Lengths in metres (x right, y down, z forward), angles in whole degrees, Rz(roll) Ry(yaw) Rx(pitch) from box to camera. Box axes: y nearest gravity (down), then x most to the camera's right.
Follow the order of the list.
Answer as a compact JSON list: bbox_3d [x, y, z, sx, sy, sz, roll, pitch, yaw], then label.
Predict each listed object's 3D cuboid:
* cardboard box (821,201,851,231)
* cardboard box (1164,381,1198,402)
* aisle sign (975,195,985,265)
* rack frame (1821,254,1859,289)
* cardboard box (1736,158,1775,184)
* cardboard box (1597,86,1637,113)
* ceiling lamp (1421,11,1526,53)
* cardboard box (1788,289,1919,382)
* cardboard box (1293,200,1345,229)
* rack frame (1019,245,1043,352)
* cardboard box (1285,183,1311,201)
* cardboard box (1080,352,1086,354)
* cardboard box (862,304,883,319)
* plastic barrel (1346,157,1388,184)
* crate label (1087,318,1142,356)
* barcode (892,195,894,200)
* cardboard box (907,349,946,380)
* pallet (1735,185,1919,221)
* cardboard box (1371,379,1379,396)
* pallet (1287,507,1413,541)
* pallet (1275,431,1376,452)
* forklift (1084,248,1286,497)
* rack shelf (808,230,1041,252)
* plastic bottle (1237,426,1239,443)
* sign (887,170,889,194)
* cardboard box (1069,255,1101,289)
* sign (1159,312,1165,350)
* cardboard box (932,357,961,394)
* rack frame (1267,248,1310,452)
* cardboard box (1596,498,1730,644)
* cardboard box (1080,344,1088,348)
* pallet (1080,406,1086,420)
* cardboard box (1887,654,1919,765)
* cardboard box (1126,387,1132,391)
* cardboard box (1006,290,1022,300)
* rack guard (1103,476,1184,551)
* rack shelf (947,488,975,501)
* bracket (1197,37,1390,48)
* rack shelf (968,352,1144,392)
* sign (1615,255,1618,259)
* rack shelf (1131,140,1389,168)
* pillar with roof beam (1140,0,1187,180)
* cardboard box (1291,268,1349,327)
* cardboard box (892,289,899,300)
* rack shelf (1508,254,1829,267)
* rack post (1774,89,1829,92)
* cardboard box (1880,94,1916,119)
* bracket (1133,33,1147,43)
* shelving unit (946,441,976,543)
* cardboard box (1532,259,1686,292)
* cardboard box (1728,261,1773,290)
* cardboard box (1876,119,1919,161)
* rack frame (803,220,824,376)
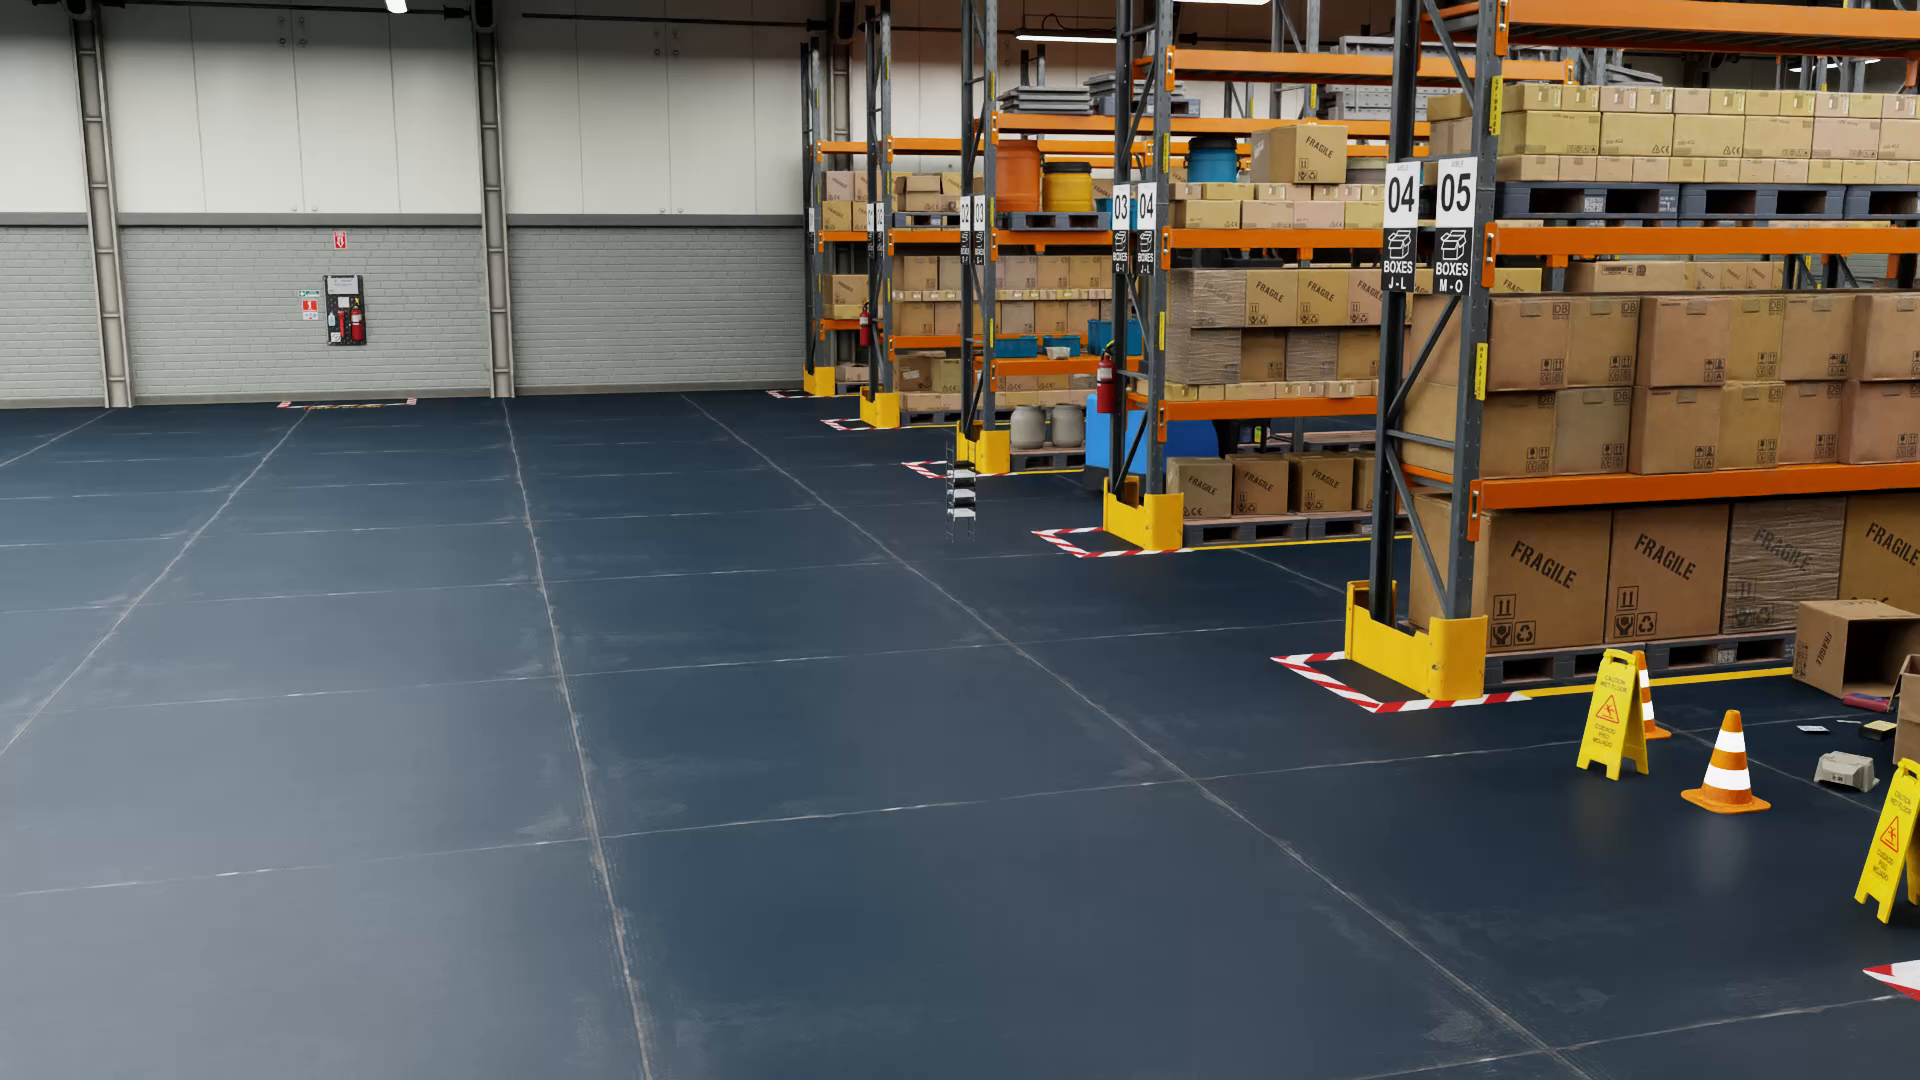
[{"bbox_3d":[-2.164,-5.573,28.622,0.500,0.500,0.500,-3,11,-14],"label":"cardboard box"},{"bbox_3d":[1.939,-1.332,14.893,0.250,0.149,0.380,-3,11,-16],"label":"cardboard box"},{"bbox_3d":[0.227,-3.567,19.162,0.004,0.787,0.394,-3,11,-16],"label":"aisle sign"},{"bbox_3d":[9.279,-1.887,17.216,0.127,3.000,1.000,-3,11,-16],"label":"rack frame"},{"bbox_3d":[4.762,-2.261,10.218,0.250,0.149,0.380,-3,11,-15],"label":"cardboard box"},{"bbox_3d":[3.783,-2.602,9.867,0.250,0.149,0.380,-3,11,-17],"label":"cardboard box"},{"bbox_3d":[8.950,-9.964,28.397,2.000,3.185,0.800,-3,11,-16],"label":"ceiling lamp"},{"bbox_3d":[5.869,-1.361,10.964,0.550,0.550,0.875,-3,11,-16],"label":"cardboard box"},{"bbox_3d":[3.103,-2.915,14.927,0.500,0.250,0.500,-3,11,-16],"label":"cardboard box"},{"bbox_3d":[1.285,-4.268,30.148,0.127,3.000,1.000,-3,11,-16],"label":"rack frame"},{"bbox_3d":[2.927,-3.097,14.816,0.250,0.149,0.380,-3,11,-16],"label":"cardboard box"},{"bbox_3d":[1.663,-2.634,25.638,0.500,0.500,0.500,-3,11,-16],"label":"cardboard box"},{"bbox_3d":[-1.503,-4.000,29.051,0.500,0.250,0.500,-3,11,-18],"label":"cardboard box"},{"bbox_3d":[5.110,-4.364,21.001,0.600,0.901,0.600,0,10,0],"label":"plastic barrel"},{"bbox_3d":[1.905,-2.501,20.452,0.616,0.435,0.502,-3,11,-16],"label":"crate label"},{"bbox_3d":[-1.012,-5.064,24.586,0.075,0.075,0.001,-3,11,-16],"label":"barcode"},{"bbox_3d":[-0.600,-3.129,29.651,0.500,0.500,0.700,-4,11,-20],"label":"cardboard box"},{"bbox_3d":[5.940,-2.209,10.926,1.213,0.211,1.003,-3,11,-16],"label":"pallet"},{"bbox_3d":[3.870,-1.426,15.404,0.250,0.149,0.380,-3,11,-16],"label":"cardboard box"},{"bbox_3d":[3.630,-0.211,15.812,1.213,0.211,1.003,-3,11,-16],"label":"pallet"},{"bbox_3d":[4.798,-1.221,21.298,1.213,0.211,1.003,-3,11,-16],"label":"pallet"},{"bbox_3d":[2.819,-2.048,18.282,3.031,2.935,1.130,-8,13,-37],"label":"forklift"},{"bbox_3d":[-0.635,-5.288,29.392,4.000,0.370,1.077,-3,11,-16],"label":"rack shelf"},{"bbox_3d":[3.332,-1.367,20.491,0.185,0.351,0.144,-4,11,-19],"label":"plastic bottle"},{"bbox_3d":[-1.018,-5.052,23.488,0.005,0.325,0.100,-3,11,-16],"label":"sign"},{"bbox_3d":[1.764,-4.045,25.077,0.500,0.500,0.700,-3,11,-16],"label":"cardboard box"},{"bbox_3d":[1.750,-1.814,14.426,0.005,0.325,0.100,-3,11,-16],"label":"sign"},{"bbox_3d":[-0.110,-2.442,24.592,0.500,0.500,0.500,-3,11,-16],"label":"cardboard box"},{"bbox_3d":[4.054,-2.546,20.793,0.127,3.000,1.000,-3,11,-16],"label":"rack frame"},{"bbox_3d":[4.364,0.133,10.952,0.875,0.875,0.875,-3,11,-17],"label":"cardboard box"},{"bbox_3d":[2.409,-3.687,30.609,0.500,0.250,0.500,-3,11,-17],"label":"cardboard box"},{"bbox_3d":[1.898,-2.003,25.545,1.213,0.211,1.003,-3,11,-16],"label":"pallet"},{"bbox_3d":[5.347,0.939,8.758,0.797,0.503,0.637,7,12,33],"label":"cardboard box"},{"bbox_3d":[2.289,-2.200,25.349,0.500,0.250,0.500,-3,11,-16],"label":"cardboard box"},{"bbox_3d":[0.746,-3.633,24.630,0.250,0.149,0.380,-3,11,-15],"label":"cardboard box"},{"bbox_3d":[1.671,-0.257,15.264,0.348,0.500,1.175,-3,11,-16],"label":"rack guard"},{"bbox_3d":[0.008,-0.410,15.177,0.200,0.077,0.258,-3,11,-16],"label":"rack shelf"},{"bbox_3d":[6.607,-9.365,31.325,4.783,0.066,0.076,-3,11,-16],"label":"bracket"},{"bbox_3d":[2.134,-2.091,20.309,4.000,0.370,1.077,-3,11,-16],"label":"rack shelf"},{"bbox_3d":[12.945,-5.466,32.804,0.005,0.325,0.100,-3,11,-16],"label":"sign"},{"bbox_3d":[4.594,-5.908,25.579,4.000,0.370,1.077,-3,11,-16],"label":"rack shelf"},{"bbox_3d":[4.839,-6.757,27.099,0.548,9.000,9.100,-3,11,-16],"label":"pillar with roof beam"},{"bbox_3d":[3.164,-2.200,15.054,0.500,0.500,0.500,-3,11,-16],"label":"cardboard box"},{"bbox_3d":[-0.853,-3.625,24.589,0.250,0.149,0.380,-3,11,-17],"label":"cardboard box"},{"bbox_3d":[7.359,-2.907,16.459,4.000,0.370,1.077,-3,11,-16],"label":"rack shelf"},{"bbox_3d":[10.918,-5.827,22.254,0.954,0.300,0.937,-3,11,-17],"label":"rack post"},{"bbox_3d":[5.742,-2.705,10.429,0.250,0.149,0.380,-3,11,-15],"label":"cardboard box"},{"bbox_3d":[3.337,-9.193,30.389,0.430,0.232,0.235,-3,11,-16],"label":"bracket"},{"bbox_3d":[0.008,-0.443,15.171,0.210,0.900,0.258,-3,11,-16],"label":"shelving unit"},{"bbox_3d":[6.241,-2.202,16.110,1.000,1.000,1.000,-3,11,-16],"label":"cardboard box"},{"bbox_3d":[13.360,-4.459,28.149,0.500,0.500,0.500,-3,11,-14],"label":"cardboard box"},{"bbox_3d":[5.842,-2.526,10.556,0.500,0.250,0.500,-3,11,-16],"label":"cardboard box"},{"bbox_3d":[-2.555,-4.065,29.049,0.127,3.000,1.000,-3,11,-16],"label":"rack frame"}]
